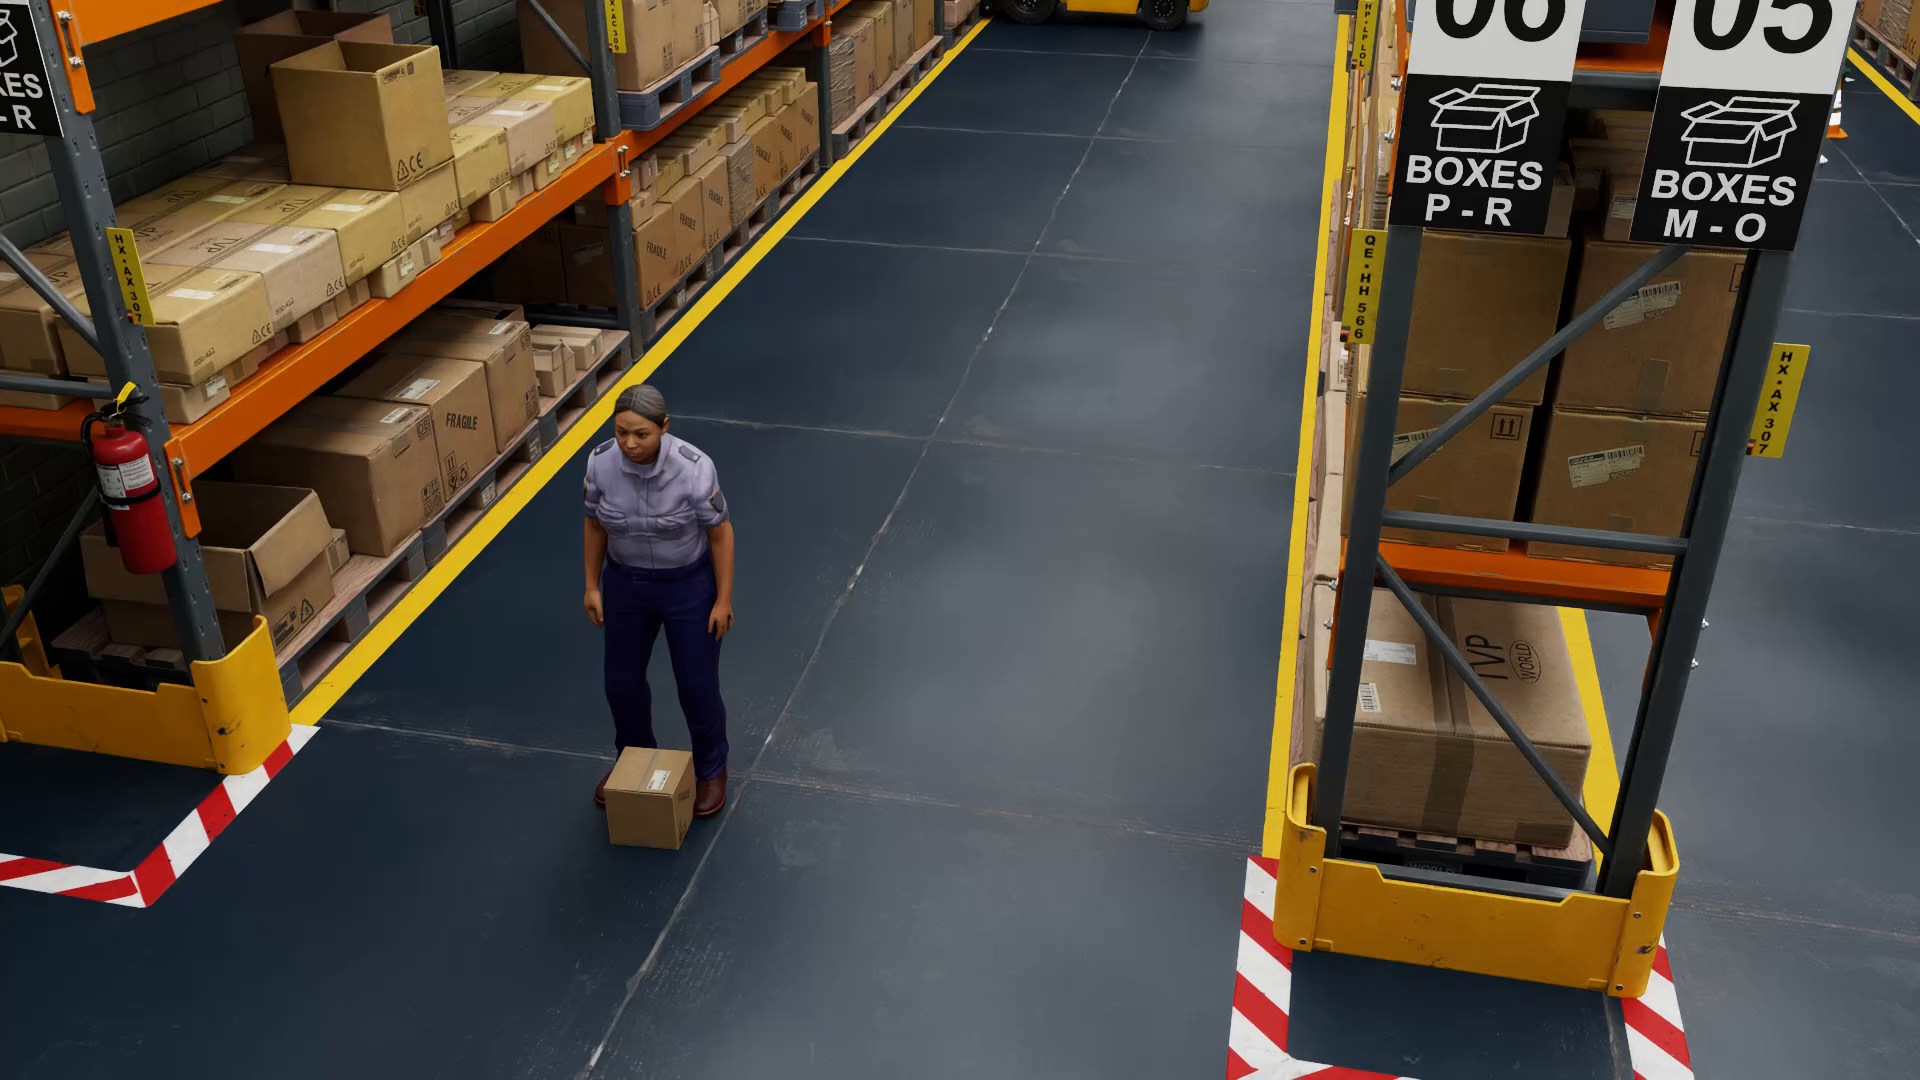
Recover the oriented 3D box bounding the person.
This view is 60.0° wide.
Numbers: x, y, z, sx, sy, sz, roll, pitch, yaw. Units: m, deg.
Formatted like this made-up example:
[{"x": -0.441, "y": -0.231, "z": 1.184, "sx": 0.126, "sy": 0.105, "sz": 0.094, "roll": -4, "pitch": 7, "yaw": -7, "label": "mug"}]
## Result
[{"x": -1.050, "y": 0.194, "z": 5.787, "sx": 0.557, "sy": 1.648, "sz": 0.364, "roll": 5, "pitch": 29, "yaw": 9, "label": "person"}]
